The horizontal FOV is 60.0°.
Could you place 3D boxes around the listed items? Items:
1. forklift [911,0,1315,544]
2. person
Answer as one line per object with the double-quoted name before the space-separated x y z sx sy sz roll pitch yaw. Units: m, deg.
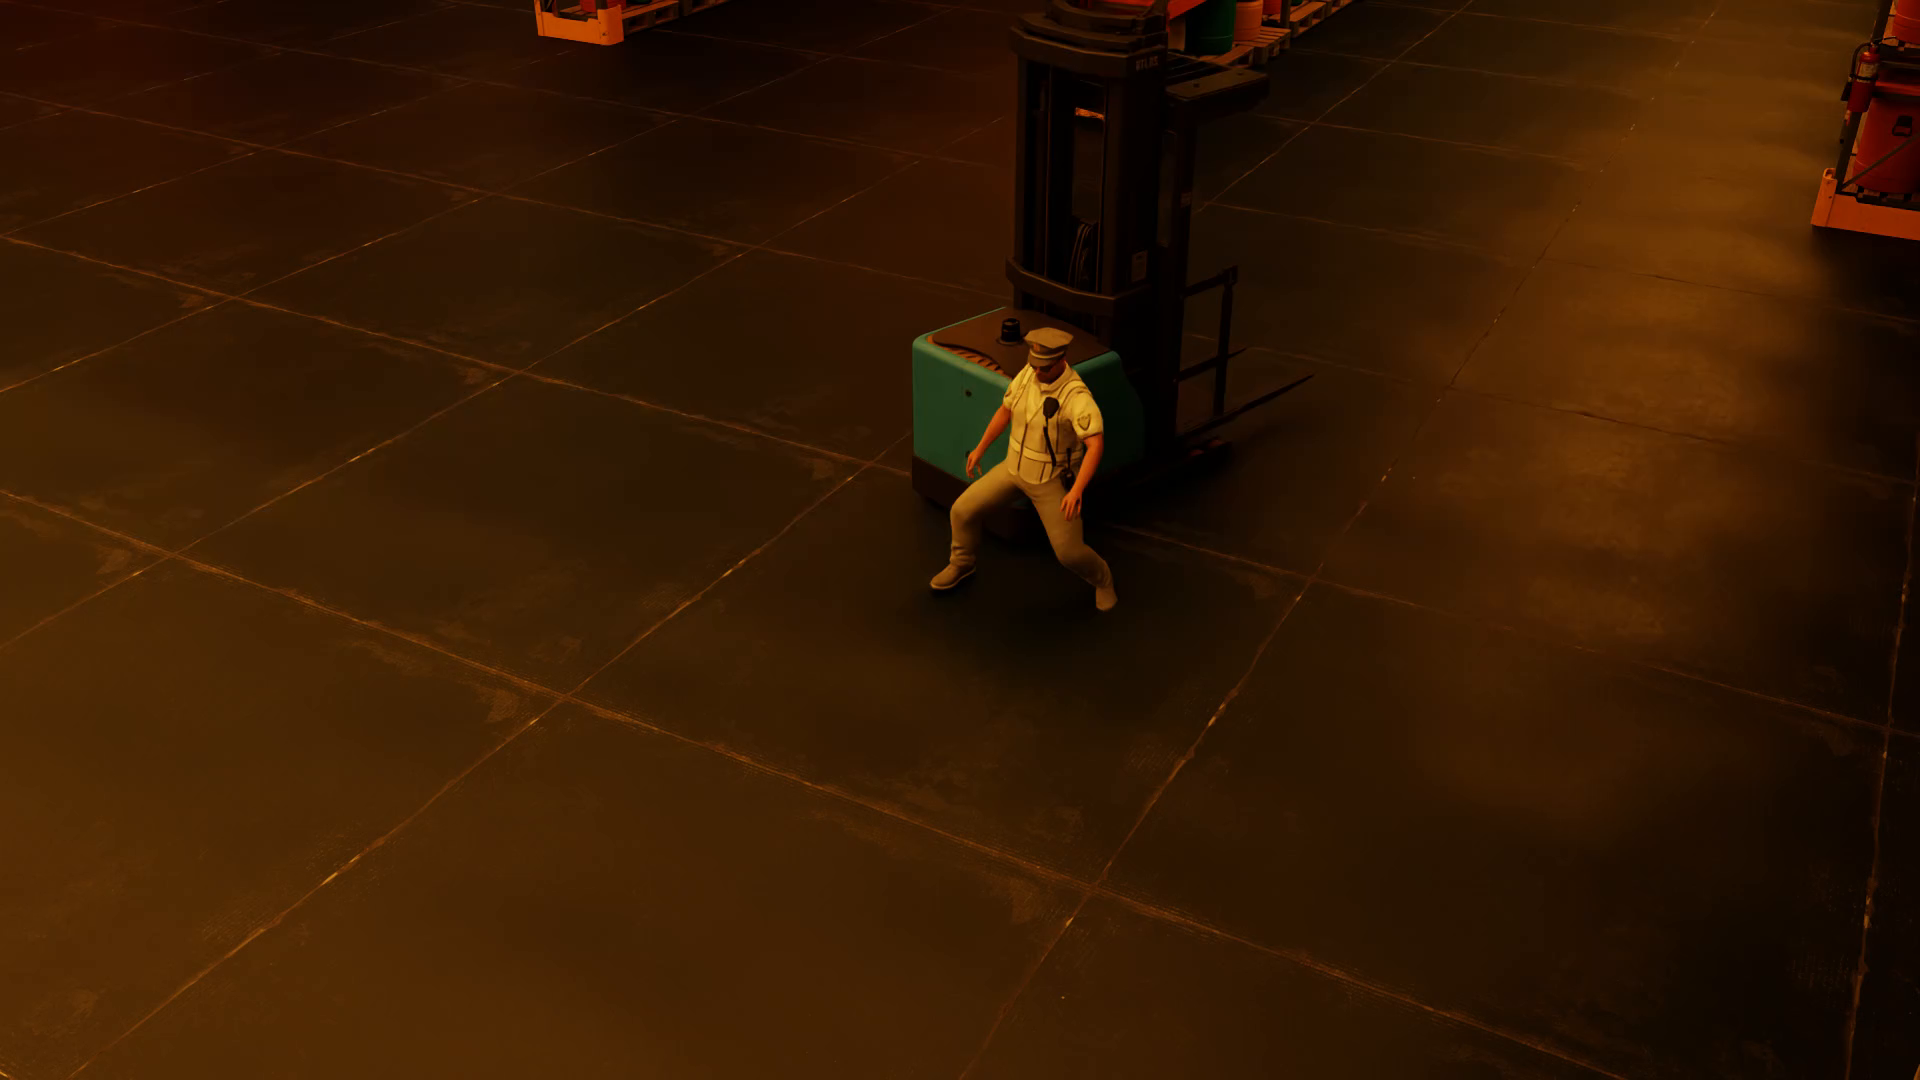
"forklift" 1.130 -1.864 10.301 3.031 2.935 1.130 -24 38 -35
"person" 0.423 -0.359 9.062 0.816 1.630 0.959 -26 39 -37
